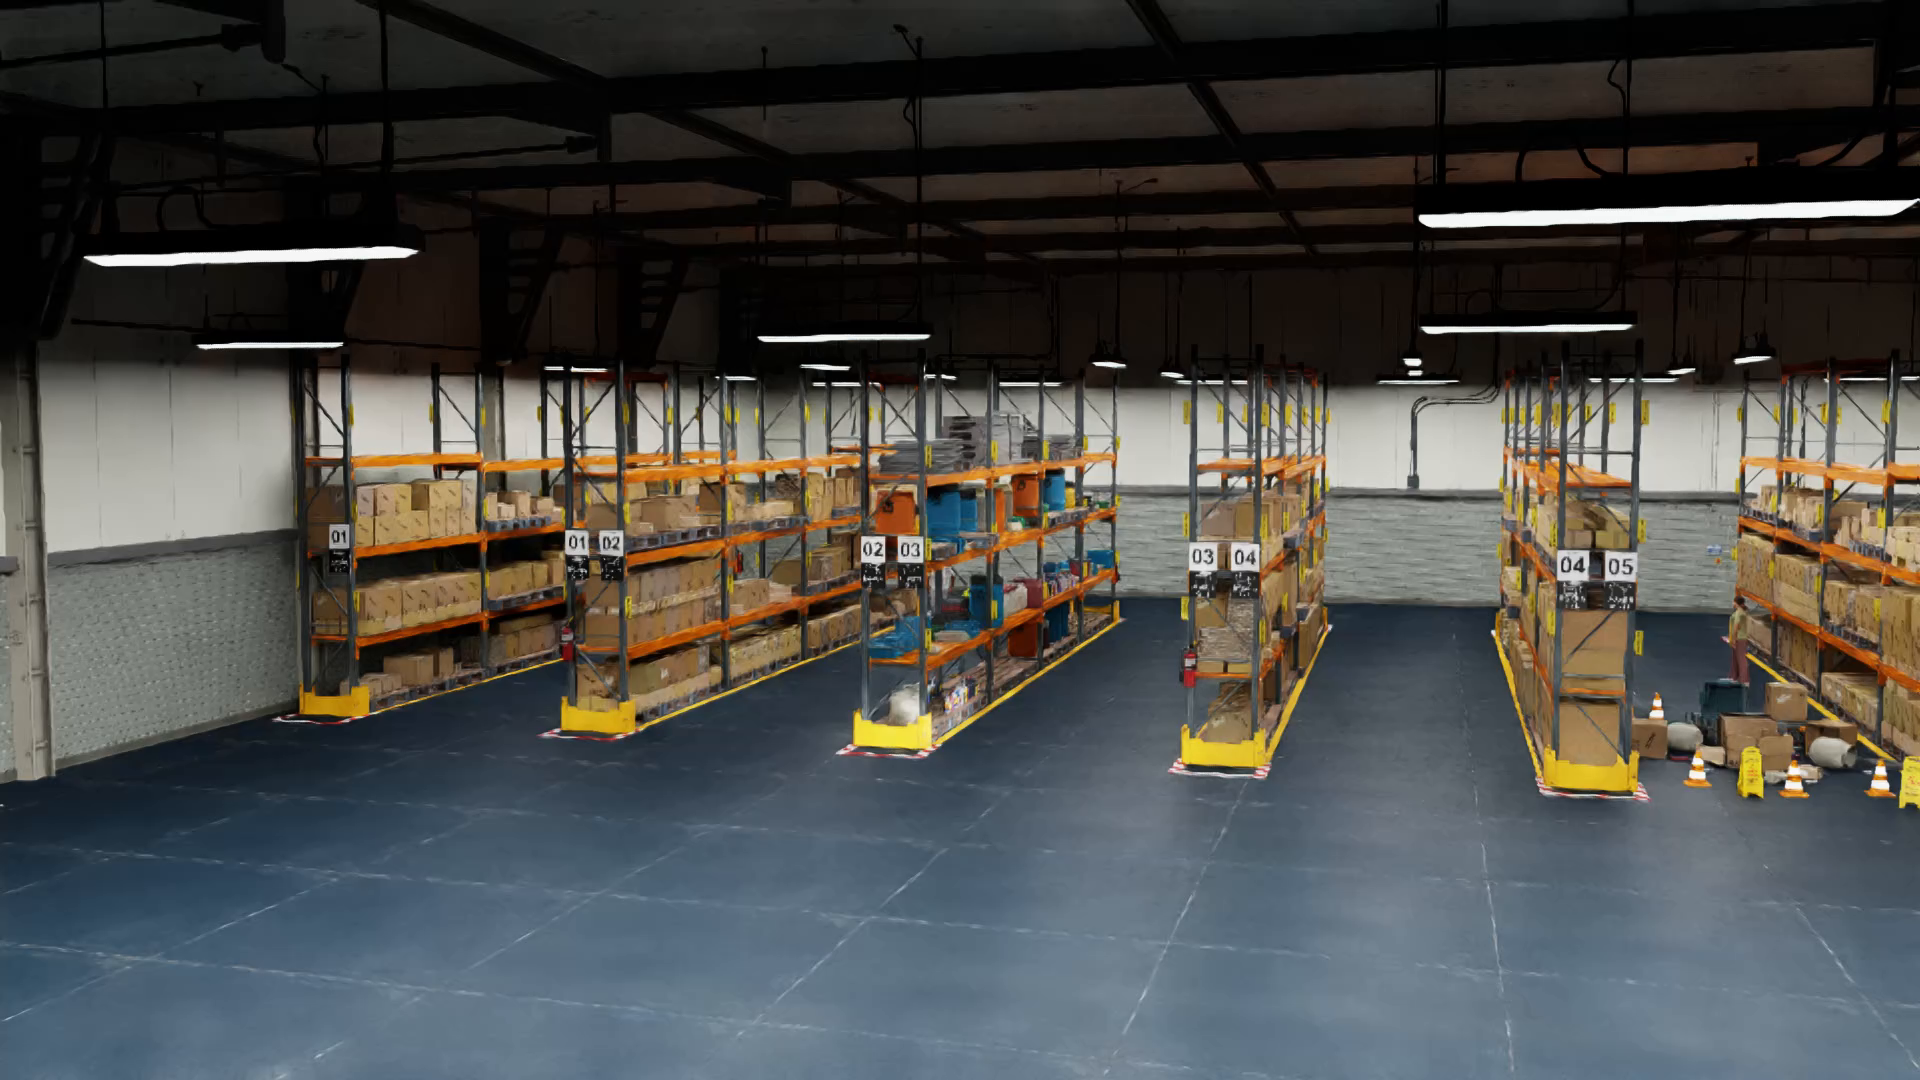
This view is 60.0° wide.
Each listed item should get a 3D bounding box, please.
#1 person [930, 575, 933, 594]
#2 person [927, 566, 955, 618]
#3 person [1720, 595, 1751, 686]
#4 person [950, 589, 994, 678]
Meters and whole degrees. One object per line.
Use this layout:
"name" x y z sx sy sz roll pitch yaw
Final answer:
"person" -0.962 0.717 45.579 0.716 1.719 0.858 0 4 -4
"person" -0.483 1.161 39.931 0.719 1.714 0.578 1 4 14
"person" 14.388 1.843 30.802 0.580 1.666 0.571 3 5 37
"person" 0.245 1.778 31.663 0.617 1.719 0.979 3 5 36
